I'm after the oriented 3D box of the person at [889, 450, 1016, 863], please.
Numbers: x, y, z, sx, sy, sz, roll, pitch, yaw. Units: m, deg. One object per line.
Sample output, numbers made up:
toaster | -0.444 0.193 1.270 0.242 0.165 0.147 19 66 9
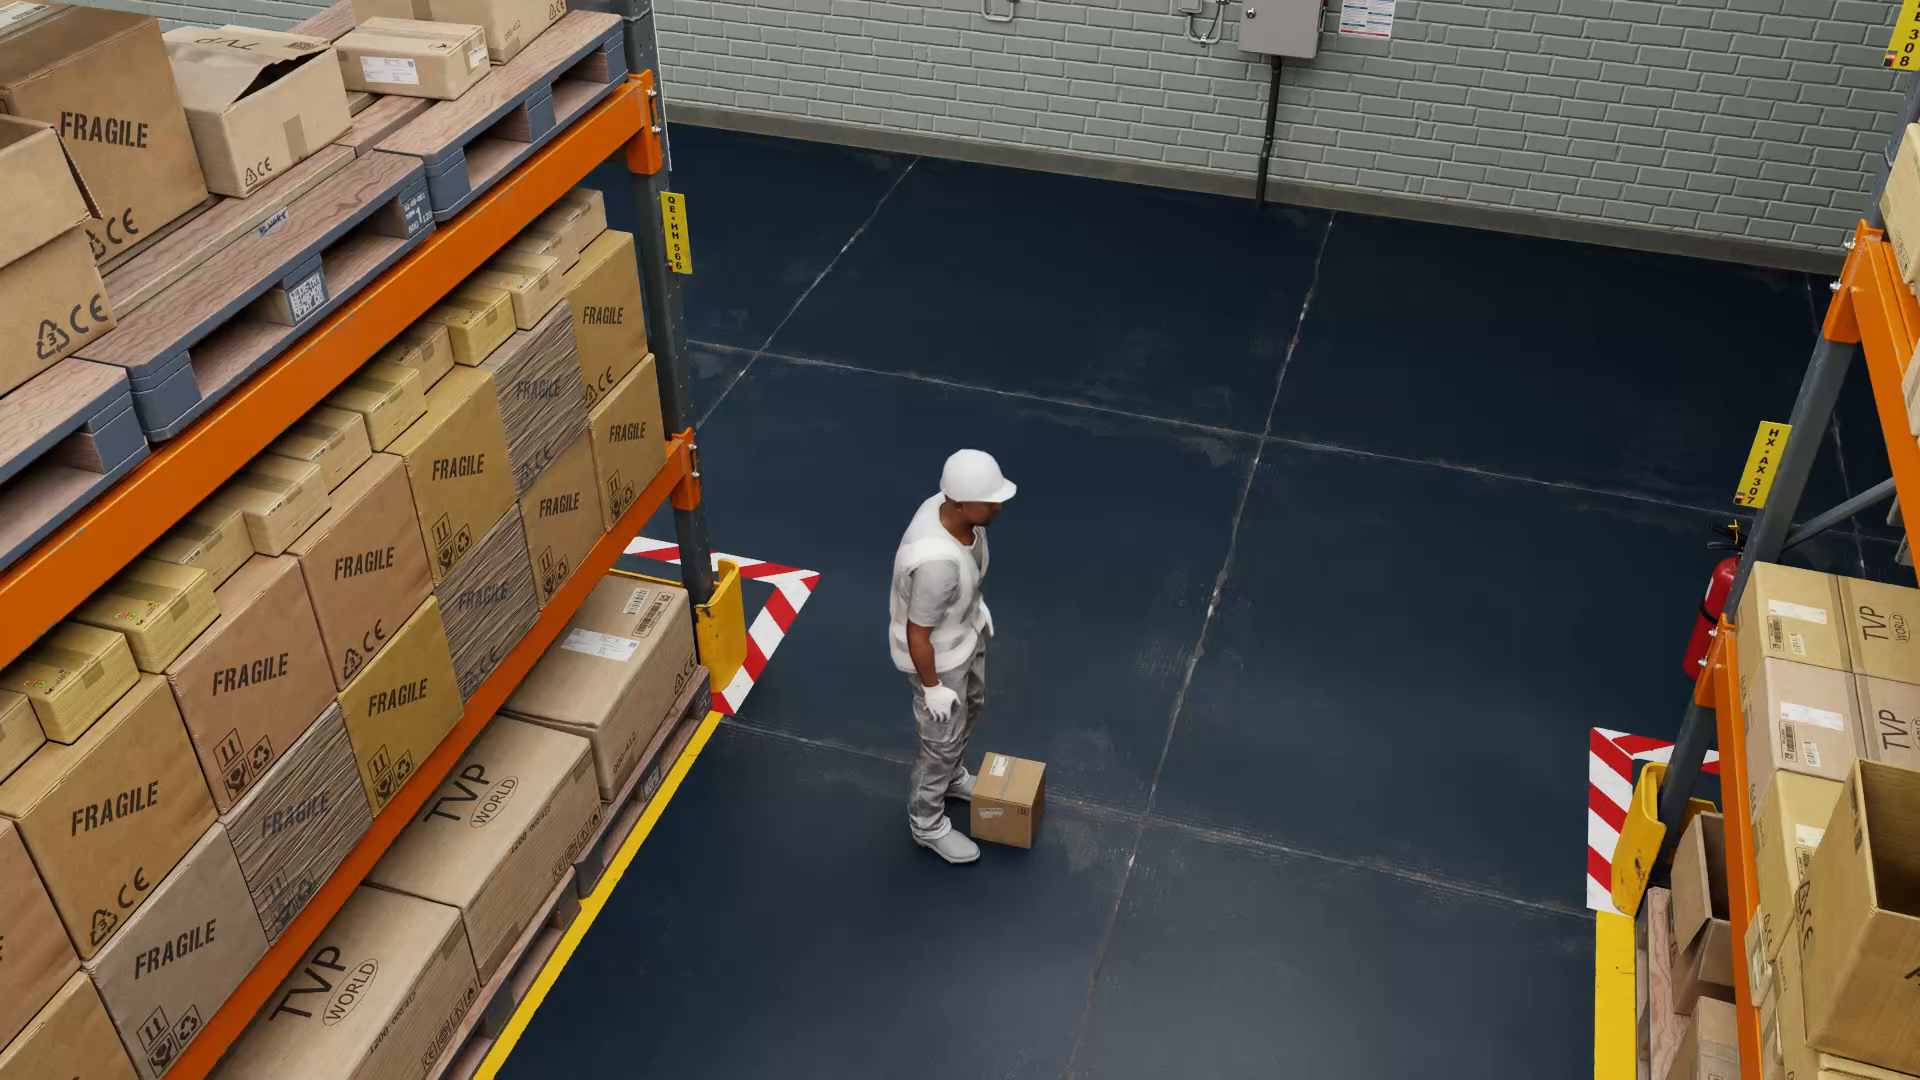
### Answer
person | -0.027 0.413 6.329 0.449 1.774 0.617 10 38 14
